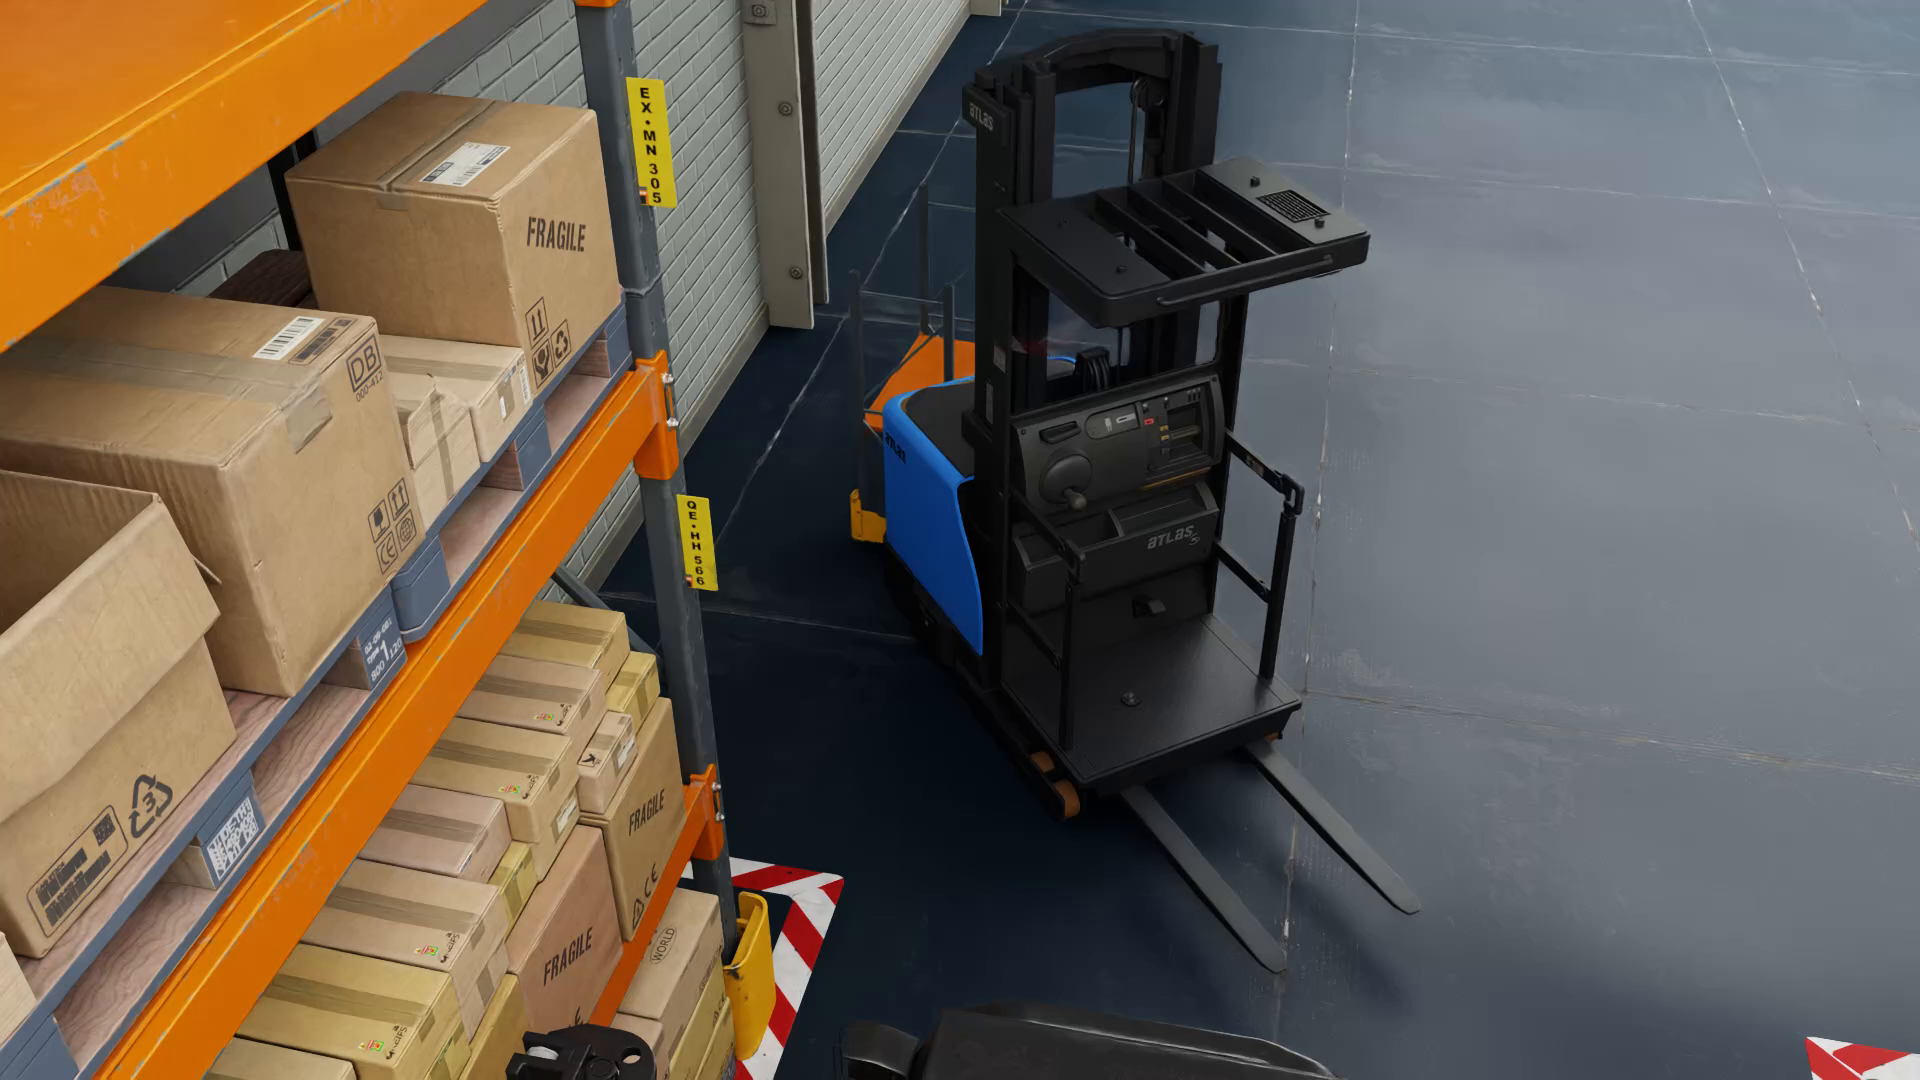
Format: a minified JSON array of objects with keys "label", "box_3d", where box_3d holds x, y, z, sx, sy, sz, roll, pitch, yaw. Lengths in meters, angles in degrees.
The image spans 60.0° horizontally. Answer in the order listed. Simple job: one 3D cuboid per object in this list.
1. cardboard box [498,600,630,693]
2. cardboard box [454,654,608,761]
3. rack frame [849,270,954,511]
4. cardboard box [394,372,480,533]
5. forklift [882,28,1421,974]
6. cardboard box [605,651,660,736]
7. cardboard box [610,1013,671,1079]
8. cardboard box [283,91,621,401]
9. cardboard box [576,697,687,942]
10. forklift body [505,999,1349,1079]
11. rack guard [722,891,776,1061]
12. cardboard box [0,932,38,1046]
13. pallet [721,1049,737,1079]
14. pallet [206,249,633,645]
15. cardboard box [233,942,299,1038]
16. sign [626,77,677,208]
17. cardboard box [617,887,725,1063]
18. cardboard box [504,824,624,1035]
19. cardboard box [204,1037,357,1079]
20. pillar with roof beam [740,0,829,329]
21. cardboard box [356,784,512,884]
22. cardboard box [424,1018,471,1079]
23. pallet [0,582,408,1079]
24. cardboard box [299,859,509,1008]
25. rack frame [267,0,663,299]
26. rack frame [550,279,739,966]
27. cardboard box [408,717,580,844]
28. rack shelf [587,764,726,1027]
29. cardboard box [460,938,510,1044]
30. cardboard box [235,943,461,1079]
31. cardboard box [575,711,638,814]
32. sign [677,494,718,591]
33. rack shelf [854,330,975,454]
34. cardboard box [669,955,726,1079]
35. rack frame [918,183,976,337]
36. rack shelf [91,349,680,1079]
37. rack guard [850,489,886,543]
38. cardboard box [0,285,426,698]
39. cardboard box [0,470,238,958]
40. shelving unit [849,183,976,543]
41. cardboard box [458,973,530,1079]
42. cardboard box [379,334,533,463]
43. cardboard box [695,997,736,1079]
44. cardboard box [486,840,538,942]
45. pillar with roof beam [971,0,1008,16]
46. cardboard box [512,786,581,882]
[{"label":"cardboard box","box_3d":[-1.152,0.307,4.649,0.380,0.149,0.250,7,37,10]},{"label":"cardboard box","box_3d":[-1.174,0.452,4.448,0.380,0.149,0.250,7,37,10]},{"label":"rack frame","box_3d":[-0.269,-0.591,8.057,0.500,1.500,0.032,10,37,14]},{"label":"cardboard box","box_3d":[-1.216,-0.213,3.374,0.396,0.266,0.258,7,37,10]},{"label":"forklift","box_3d":[0.747,-0.325,6.471,1.130,2.935,3.031,-17,39,-22]},{"label":"cardboard box","box_3d":[-1.082,0.430,4.733,0.380,0.149,0.250,8,37,11]},{"label":"cardboard box","box_3d":[-1.178,1.634,4.843,0.500,0.250,0.500,8,37,11]},{"label":"cardboard box","box_3d":[-1.138,-0.682,3.821,0.500,0.500,0.500,8,37,11]},{"label":"cardboard box","box_3d":[-1.130,0.774,4.812,0.500,0.500,0.500,7,36,9]},{"label":"forklift body","box_3d":[0.096,2.158,3.709,2.313,2.155,1.214,7,37,10]},{"label":"rack guard","box_3d":[-1.276,1.497,6.028,1.175,0.500,0.348,7,37,10]},{"label":"cardboard box","box_3d":[-1.522,0.609,2.240,0.396,0.266,0.258,6,36,9]},{"label":"pallet","box_3d":[-1.404,2.072,5.482,1.003,0.211,1.213,7,37,10]},{"label":"pallet","box_3d":[-1.458,-0.278,3.866,1.003,0.211,1.213,7,37,10]},{"label":"cardboard box","box_3d":[-1.851,1.298,4.088,0.500,0.500,0.500,7,37,10]},{"label":"sign","box_3d":[-0.754,-0.966,4.054,0.100,0.325,0.005,7,37,10]},{"label":"cardboard box","box_3d":[-1.075,1.341,5.248,0.500,0.250,0.500,8,37,12]},{"label":"cardboard box","box_3d":[-1.250,1.070,4.403,0.500,0.500,0.500,8,37,11]},{"label":"cardboard box","box_3d":[-1.474,1.187,3.434,0.380,0.149,0.250,8,37,11]},{"label":"pillar with roof beam","box_3d":[3.177,-4.544,7.122,9.100,9.000,0.400,7,37,10]},{"label":"cardboard box","box_3d":[-1.330,0.739,4.053,0.380,0.149,0.250,8,37,10]},{"label":"cardboard box","box_3d":[-1.332,1.168,3.714,0.380,0.149,0.250,8,37,10]},{"label":"pallet","box_3d":[-1.716,0.424,2.899,1.003,0.211,1.213,7,37,10]},{"label":"cardboard box","box_3d":[-1.277,0.903,3.827,0.380,0.149,0.250,8,37,11]},{"label":"rack frame","box_3d":[-1.281,-1.930,3.515,1.000,3.000,0.127,7,37,10]},{"label":"rack frame","box_3d":[-1.281,0.499,5.276,1.000,3.000,0.127,7,37,10]},{"label":"cardboard box","box_3d":[-1.204,0.606,4.237,0.380,0.149,0.250,8,37,11]},{"label":"rack shelf","box_3d":[-1.709,1.937,3.905,1.077,0.370,4.000,7,37,10]},{"label":"cardboard box","box_3d":[-1.298,1.021,3.918,0.380,0.149,0.250,6,36,8]},{"label":"cardboard box","box_3d":[-1.327,1.051,3.622,0.380,0.149,0.250,8,37,11]},{"label":"cardboard box","box_3d":[-1.107,0.580,4.526,0.380,0.149,0.250,8,37,11]},{"label":"sign","box_3d":[-0.754,0.010,4.761,0.100,0.325,0.005,7,37,10]},{"label":"rack shelf","box_3d":[-0.119,-0.730,8.556,0.538,0.185,1.000,10,37,14]},{"label":"cardboard box","box_3d":[-1.080,1.558,5.374,0.500,0.250,0.500,7,36,9]},{"label":"rack frame","box_3d":[0.032,-1.161,8.844,0.500,1.500,0.032,10,37,14]},{"label":"rack shelf","box_3d":[-1.709,0.722,3.024,1.077,0.370,4.000,7,37,10]},{"label":"rack guard","box_3d":[-0.269,-0.085,8.425,0.587,0.250,0.087,10,37,14]},{"label":"cardboard box","box_3d":[-1.454,-0.108,3.028,0.700,0.500,0.500,8,37,10]},{"label":"cardboard box","box_3d":[-1.617,0.222,2.571,0.797,0.503,0.637,8,37,11]},{"label":"shelving unit","box_3d":[-0.121,-0.871,8.443,0.587,1.500,1.083,10,37,14]},{"label":"cardboard box","box_3d":[-1.359,1.364,3.997,0.500,0.500,0.500,7,36,9]},{"label":"cardboard box","box_3d":[-1.162,-0.311,3.609,0.380,0.149,0.250,6,36,9]},{"label":"cardboard box","box_3d":[-1.073,1.751,5.533,0.500,0.250,0.500,8,37,10]},{"label":"cardboard box","box_3d":[-1.287,0.862,4.137,0.380,0.149,0.250,7,37,10]},{"label":"pillar with roof beam","box_3d":[4.458,-7.984,11.868,9.100,9.000,0.400,7,37,10]},{"label":"cardboard box","box_3d":[-1.223,0.721,4.331,0.380,0.149,0.250,8,37,11]}]
